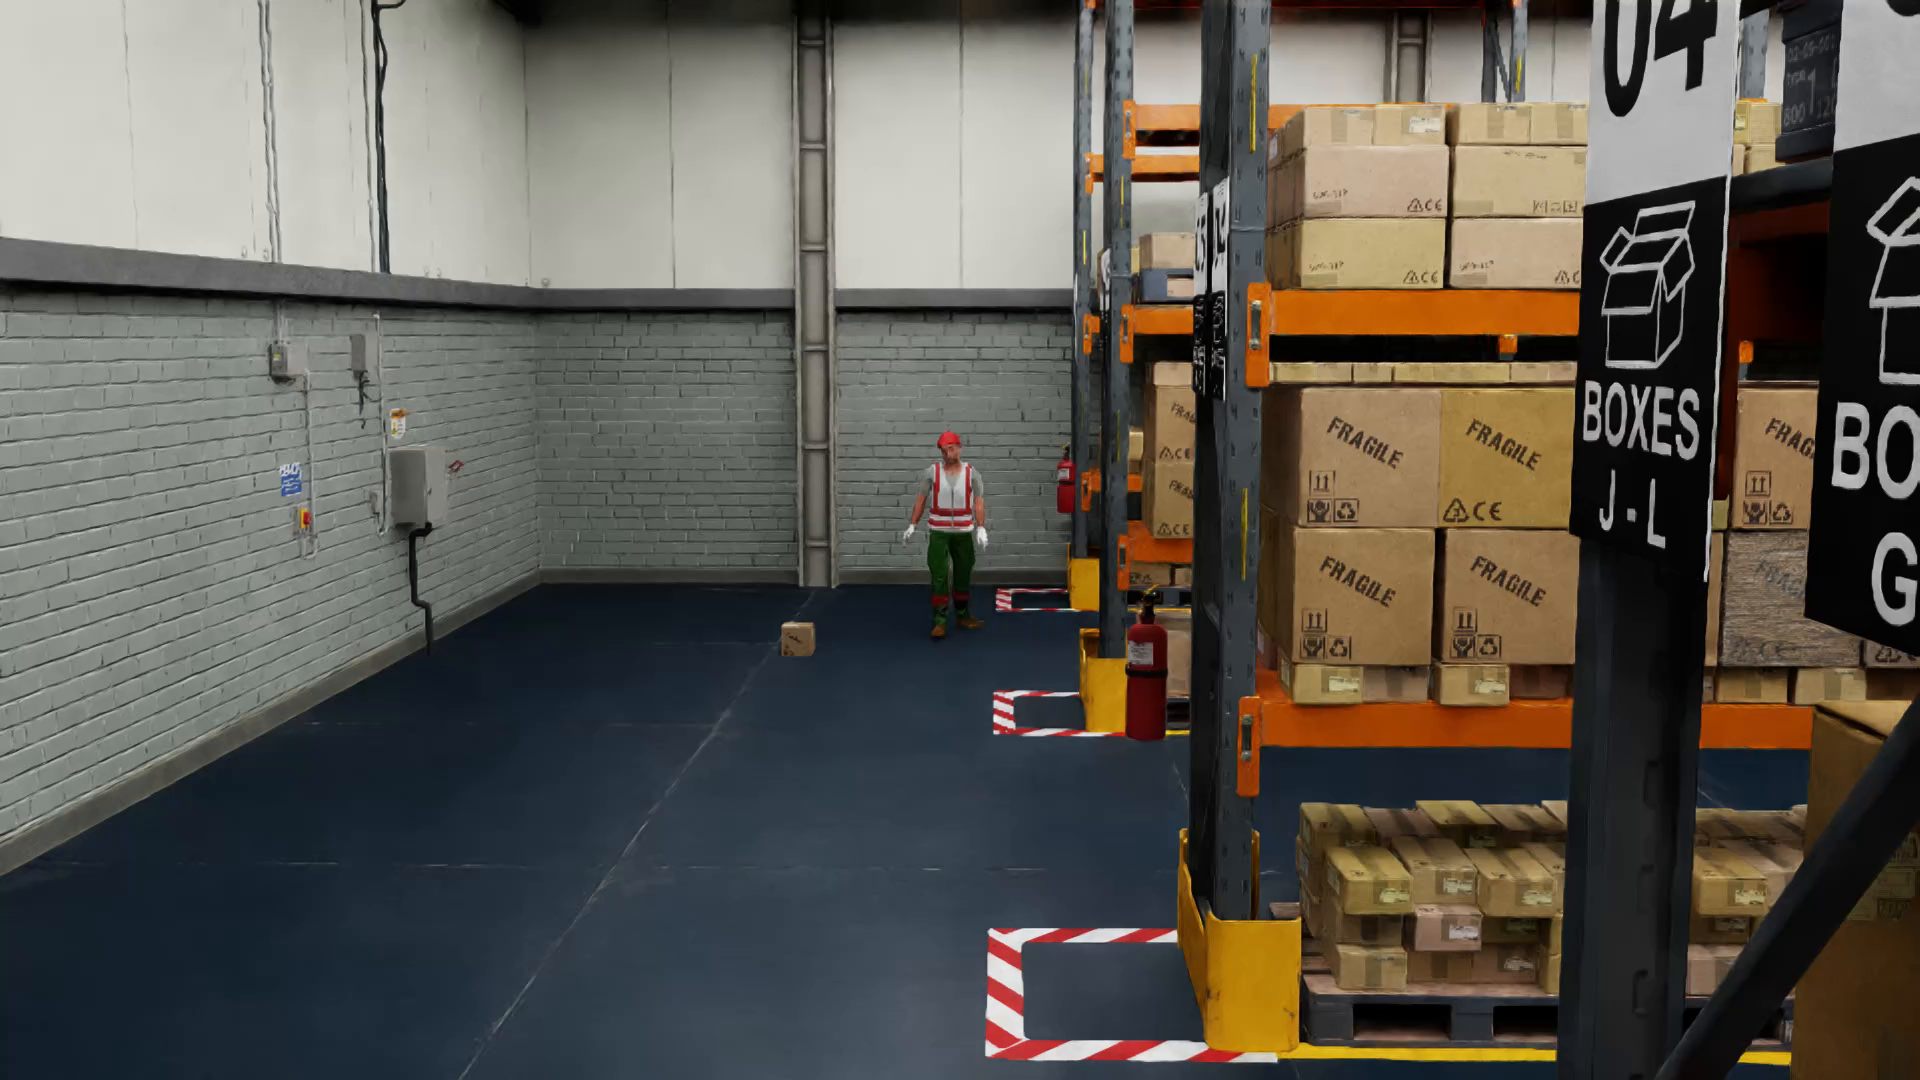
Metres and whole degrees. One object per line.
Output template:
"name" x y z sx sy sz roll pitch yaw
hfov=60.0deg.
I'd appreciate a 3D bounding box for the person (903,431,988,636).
"person" -0.127 -0.060 14.618 0.754 1.791 0.629 -1 7 -7
